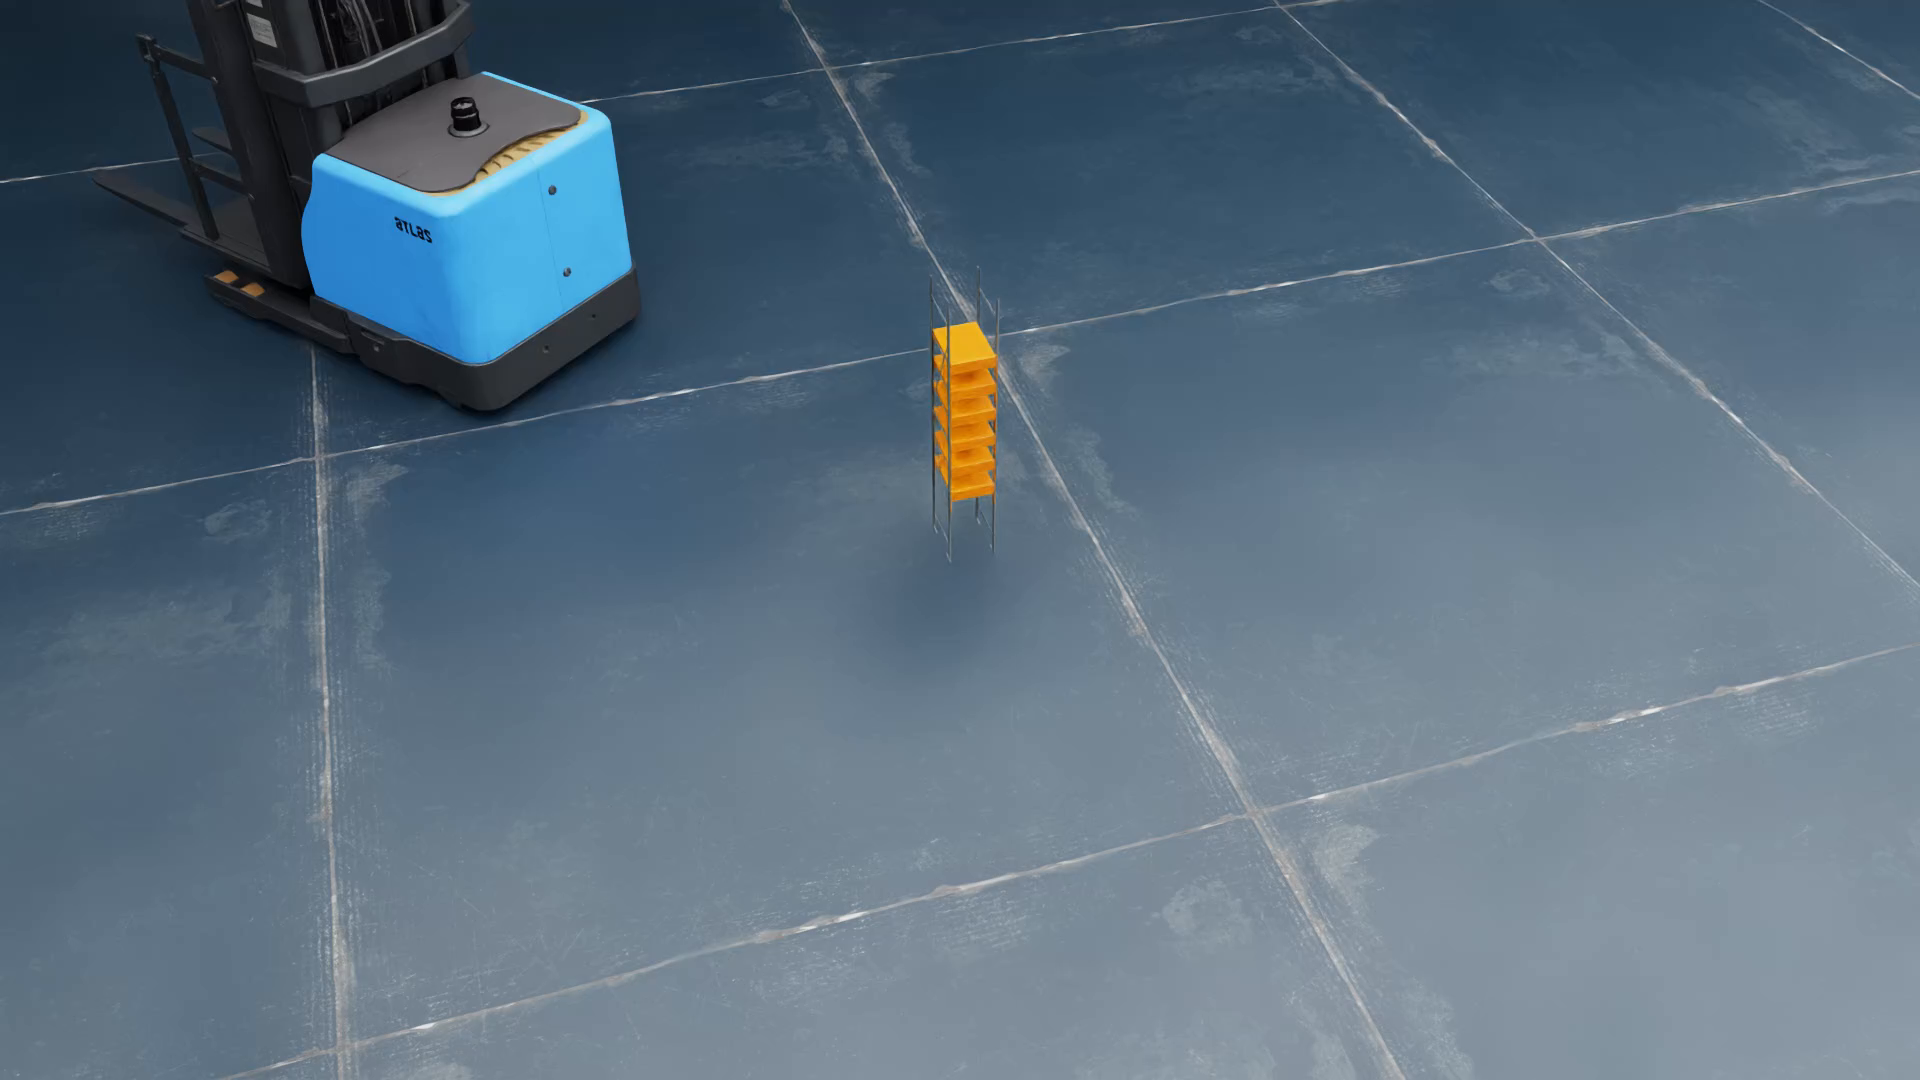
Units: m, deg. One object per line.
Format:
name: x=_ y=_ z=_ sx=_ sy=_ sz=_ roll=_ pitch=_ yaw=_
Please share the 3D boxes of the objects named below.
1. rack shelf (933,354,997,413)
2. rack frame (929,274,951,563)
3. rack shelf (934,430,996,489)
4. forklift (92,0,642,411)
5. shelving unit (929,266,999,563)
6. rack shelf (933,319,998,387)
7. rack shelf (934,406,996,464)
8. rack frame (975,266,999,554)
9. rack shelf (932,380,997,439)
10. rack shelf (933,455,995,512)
rack shelf: x=0.014 y=-0.602 z=6.230 sx=0.180 sy=0.103 sz=0.258 roll=-12 pitch=42 yaw=-13
rack frame: x=-0.073 y=-0.437 z=6.338 sx=0.006 sy=1.200 sz=0.240 roll=-12 pitch=42 yaw=-13
rack shelf: x=0.014 y=-0.331 z=6.467 sx=0.180 sy=0.103 sz=0.258 roll=-12 pitch=42 yaw=-13
forklift: x=-3.021 y=-2.429 z=7.302 sx=3.031 sy=2.935 sz=1.130 roll=24 pitch=46 yaw=25
shelving unit: x=0.014 y=-0.455 z=6.359 sx=0.189 sy=1.200 sz=0.258 roll=-12 pitch=42 yaw=-13
rack shelf: x=0.014 y=-0.692 z=6.151 sx=0.180 sy=0.103 sz=0.258 roll=-12 pitch=42 yaw=-13
rack shelf: x=0.014 y=-0.421 z=6.388 sx=0.180 sy=0.103 sz=0.258 roll=-12 pitch=42 yaw=-13
rack frame: x=0.101 y=-0.473 z=6.379 sx=0.006 sy=1.200 sz=0.240 roll=-12 pitch=42 yaw=-13
rack shelf: x=0.014 y=-0.512 z=6.309 sx=0.180 sy=0.103 sz=0.258 roll=-12 pitch=42 yaw=-13
rack shelf: x=0.014 y=-0.241 z=6.546 sx=0.180 sy=0.103 sz=0.258 roll=-12 pitch=42 yaw=-13
